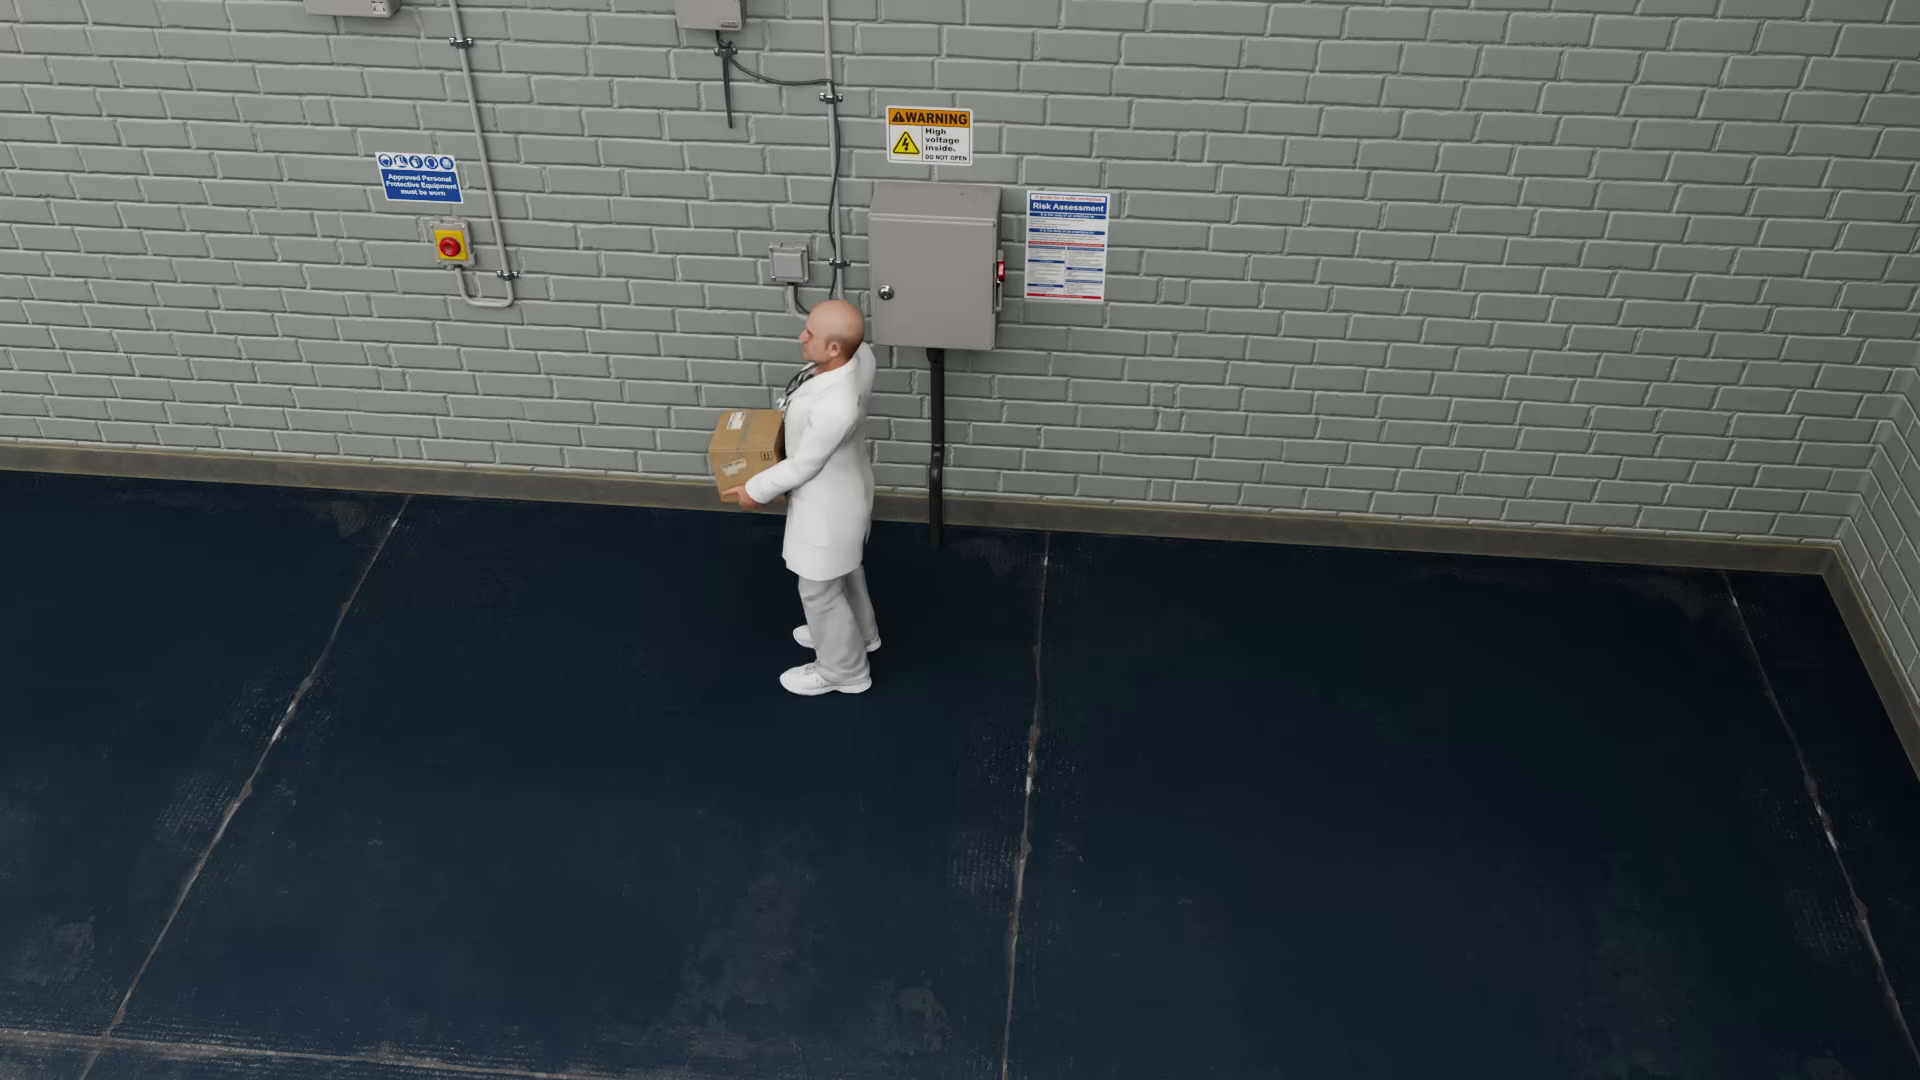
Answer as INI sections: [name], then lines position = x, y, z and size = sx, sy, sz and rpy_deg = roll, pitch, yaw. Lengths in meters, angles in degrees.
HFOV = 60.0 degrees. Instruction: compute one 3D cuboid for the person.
[person]
position = -0.601, -0.162, 6.369
size = 0.560, 1.772, 0.529
rpy_deg = 4, 40, 5
